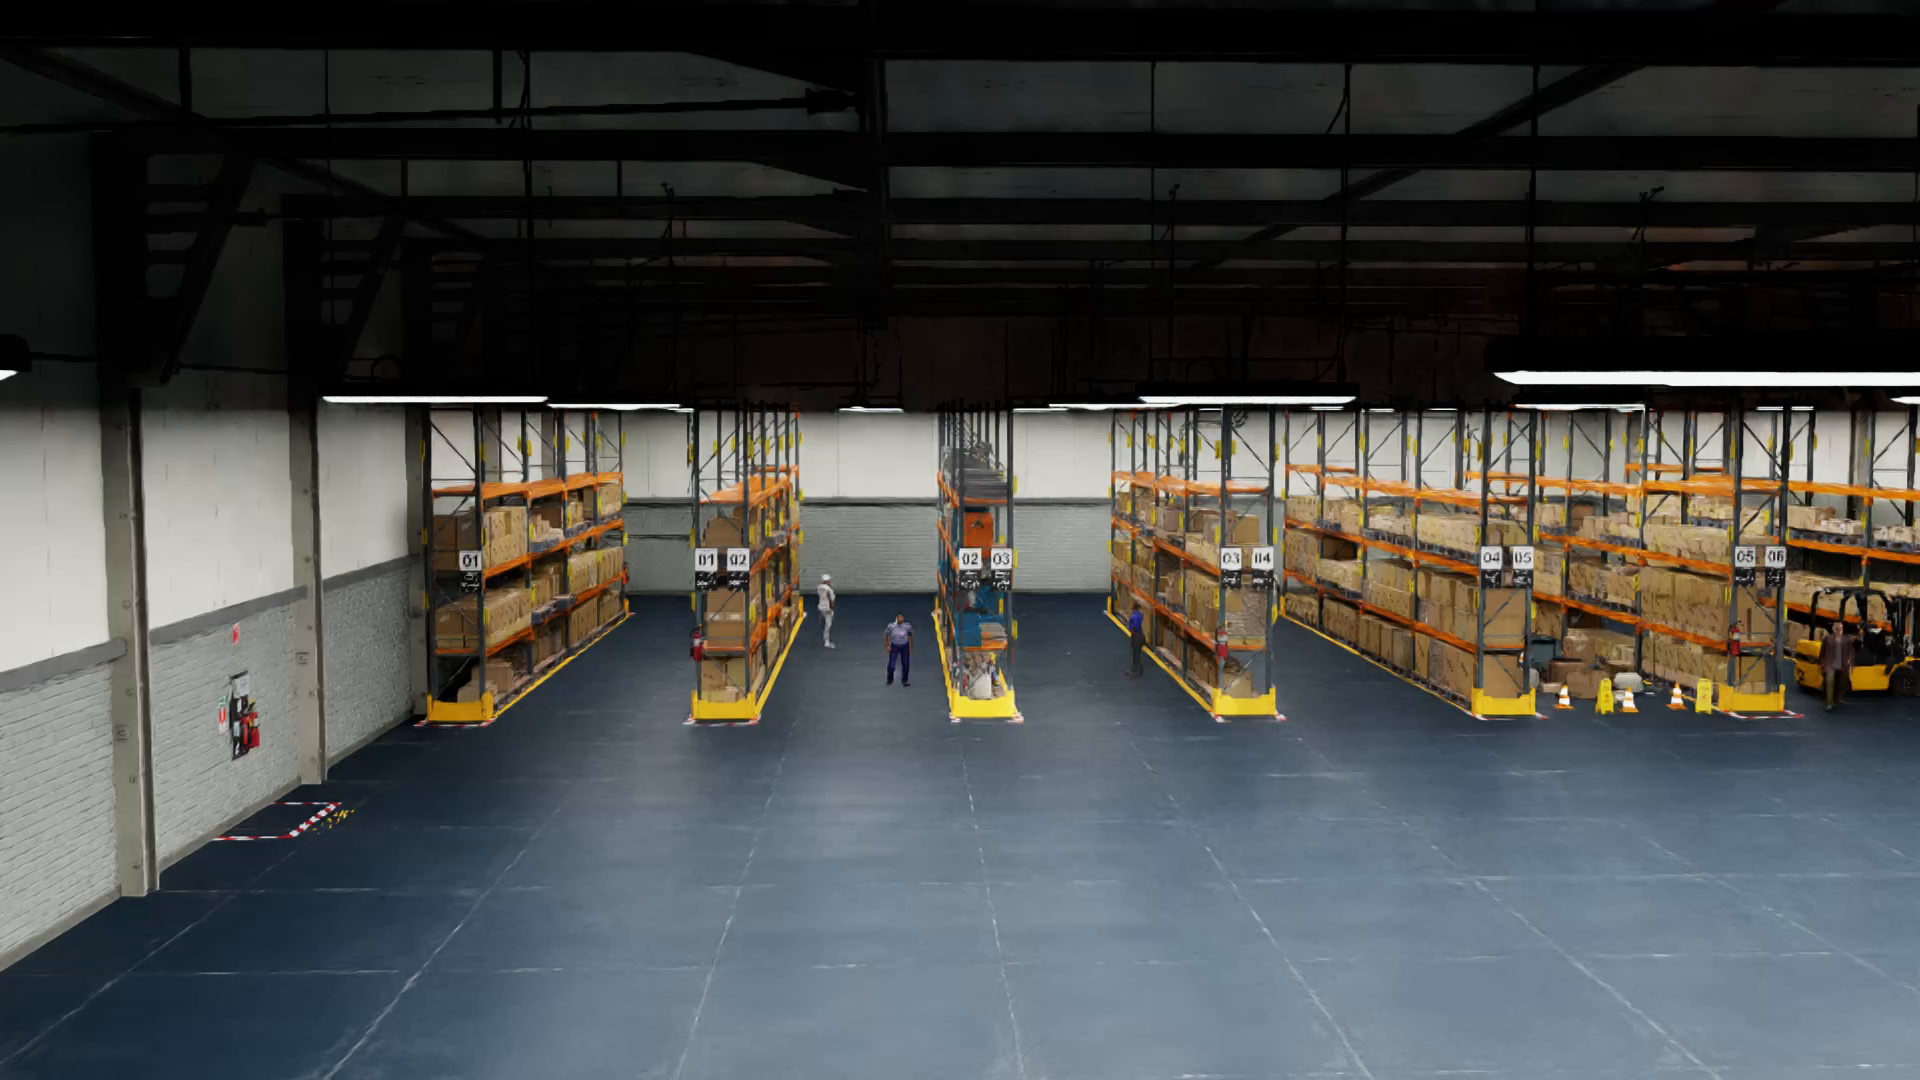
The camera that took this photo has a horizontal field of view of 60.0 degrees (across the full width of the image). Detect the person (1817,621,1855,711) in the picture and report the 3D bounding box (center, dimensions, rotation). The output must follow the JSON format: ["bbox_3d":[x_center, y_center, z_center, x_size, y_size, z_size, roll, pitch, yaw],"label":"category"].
[{"bbox_3d":[16.963,2.421,32.190,0.630,1.723,1.046,1,5,18],"label":"person"}]

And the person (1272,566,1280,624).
[{"bbox_3d":[8.416,1.485,45.239,0.593,1.625,0.528,0,4,-3],"label":"person"}]

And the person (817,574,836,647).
[{"bbox_3d":[-3.240,1.718,40.788,0.456,1.786,0.620,-3,5,-33],"label":"person"}]

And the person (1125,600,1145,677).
[{"bbox_3d":[3.800,2.139,36.185,0.465,1.662,0.498,2,5,27],"label":"person"}]

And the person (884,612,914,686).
[{"bbox_3d":[-1.280,2.281,34.952,0.625,1.596,0.517,0,4,-4],"label":"person"}]
